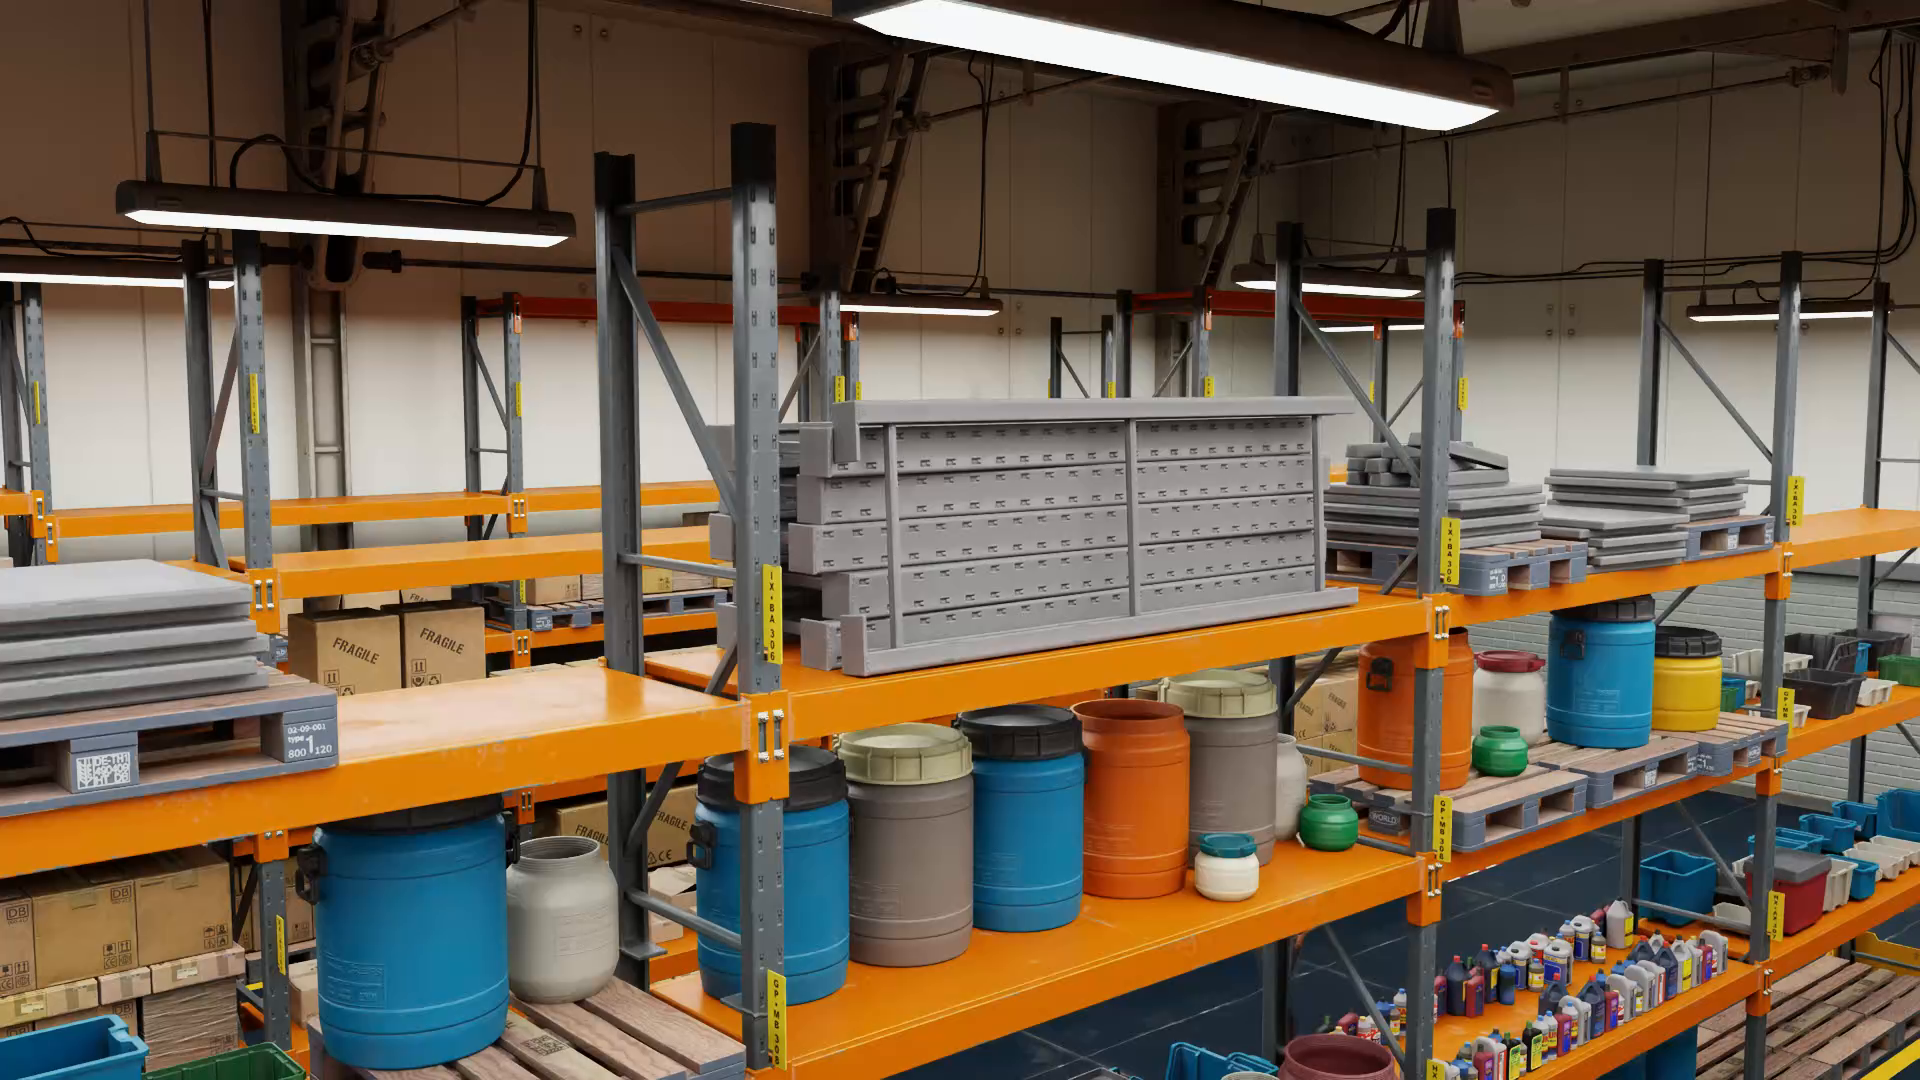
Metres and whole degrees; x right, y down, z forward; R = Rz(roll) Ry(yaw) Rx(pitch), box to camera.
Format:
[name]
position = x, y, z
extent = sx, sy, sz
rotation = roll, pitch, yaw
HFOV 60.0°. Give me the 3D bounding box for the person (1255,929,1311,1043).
[person]
position = 2.423, 3.154, 12.764
extent = 0.561, 1.645, 0.638
rotation = 5, 7, 42
